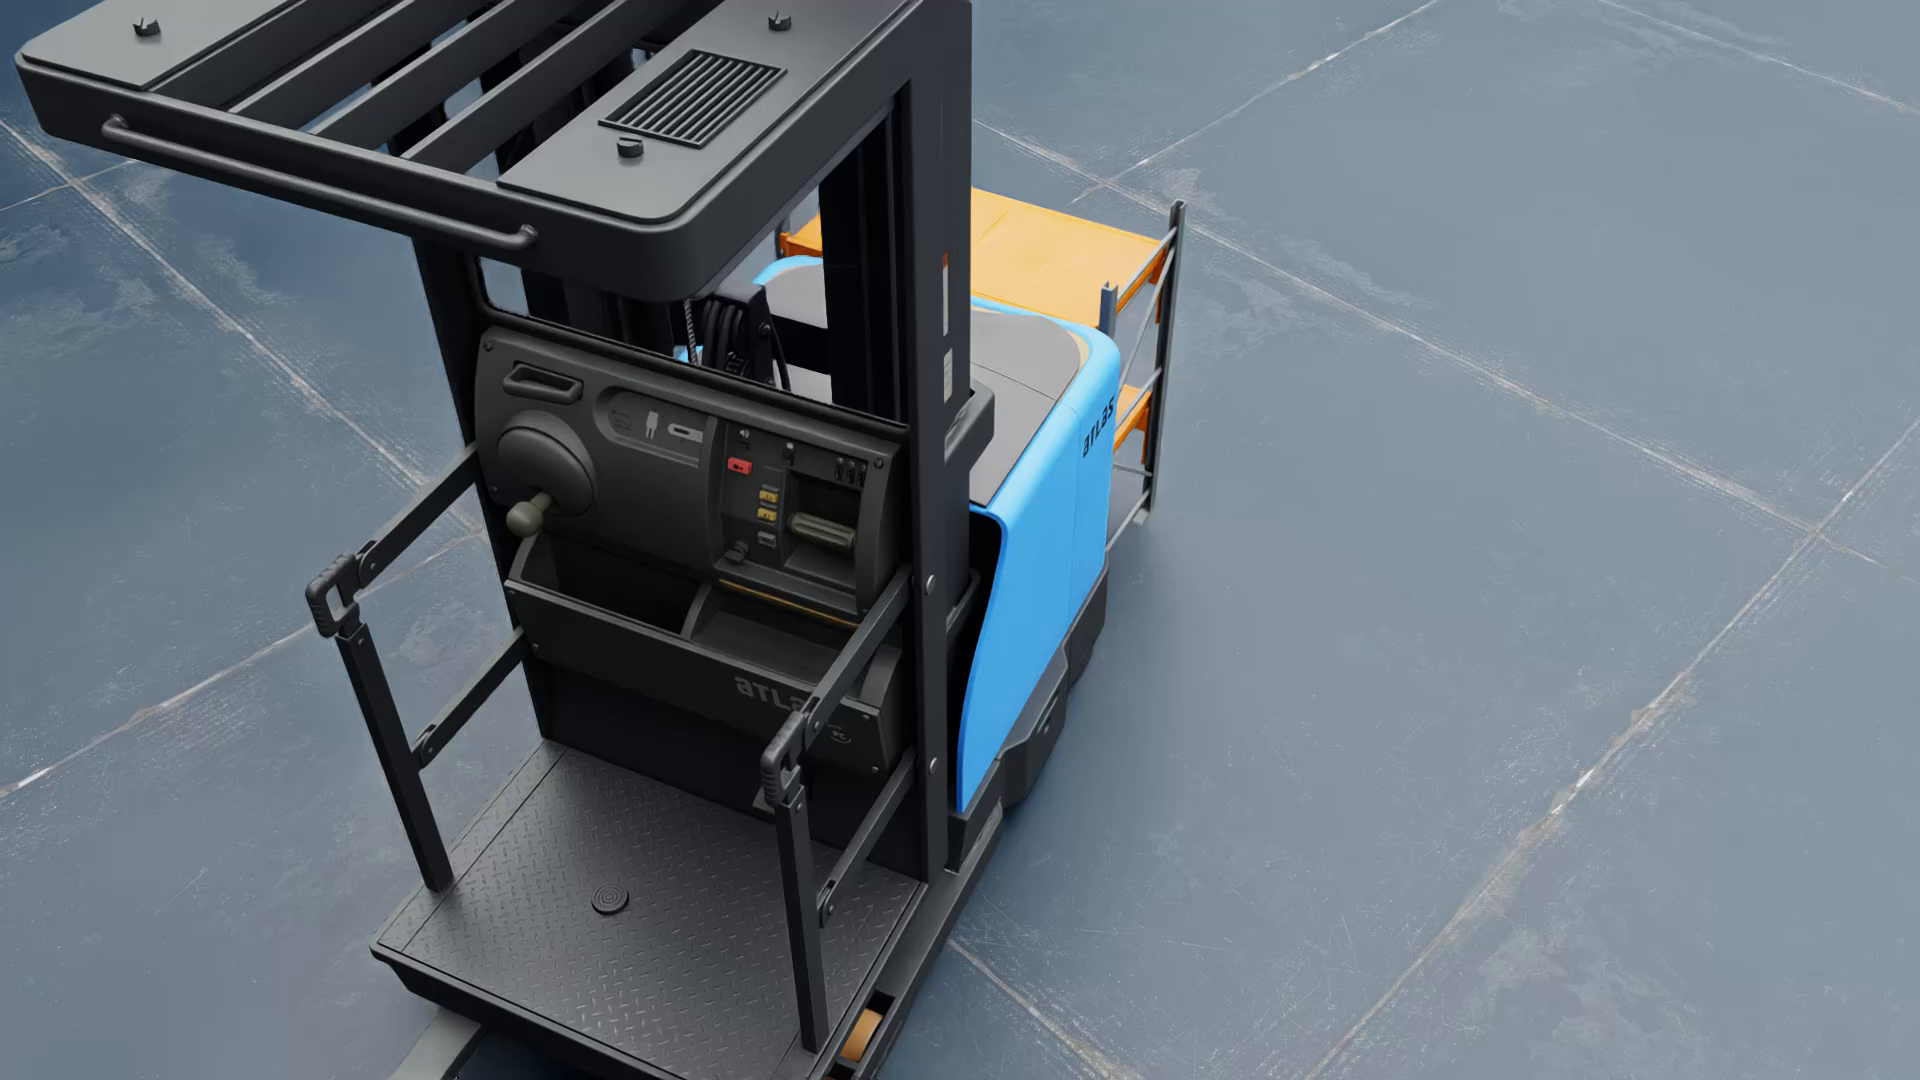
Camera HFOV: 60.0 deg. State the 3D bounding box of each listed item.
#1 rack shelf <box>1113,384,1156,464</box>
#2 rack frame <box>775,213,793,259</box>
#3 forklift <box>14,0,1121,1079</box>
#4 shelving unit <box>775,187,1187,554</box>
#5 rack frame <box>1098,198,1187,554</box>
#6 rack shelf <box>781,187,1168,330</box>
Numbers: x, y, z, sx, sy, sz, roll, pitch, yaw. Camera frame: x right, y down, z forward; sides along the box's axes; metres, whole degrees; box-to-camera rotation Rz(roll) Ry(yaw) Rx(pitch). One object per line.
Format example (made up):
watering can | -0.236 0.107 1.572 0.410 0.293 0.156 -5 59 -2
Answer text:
rack shelf | 0.051 -0.368 5.180 1.000 0.278 0.538 20 46 21
rack frame | -0.396 -0.713 5.193 0.032 1.125 0.500 20 46 21
forklift | -0.648 -0.042 3.136 1.130 2.935 3.031 17 45 18
shelving unit | 0.051 -0.548 5.014 1.048 1.125 0.538 20 46 21
rack frame | 0.497 -0.383 4.835 0.032 1.125 0.500 20 46 21
rack shelf | 0.051 -0.763 4.815 1.000 0.278 0.538 20 46 21
